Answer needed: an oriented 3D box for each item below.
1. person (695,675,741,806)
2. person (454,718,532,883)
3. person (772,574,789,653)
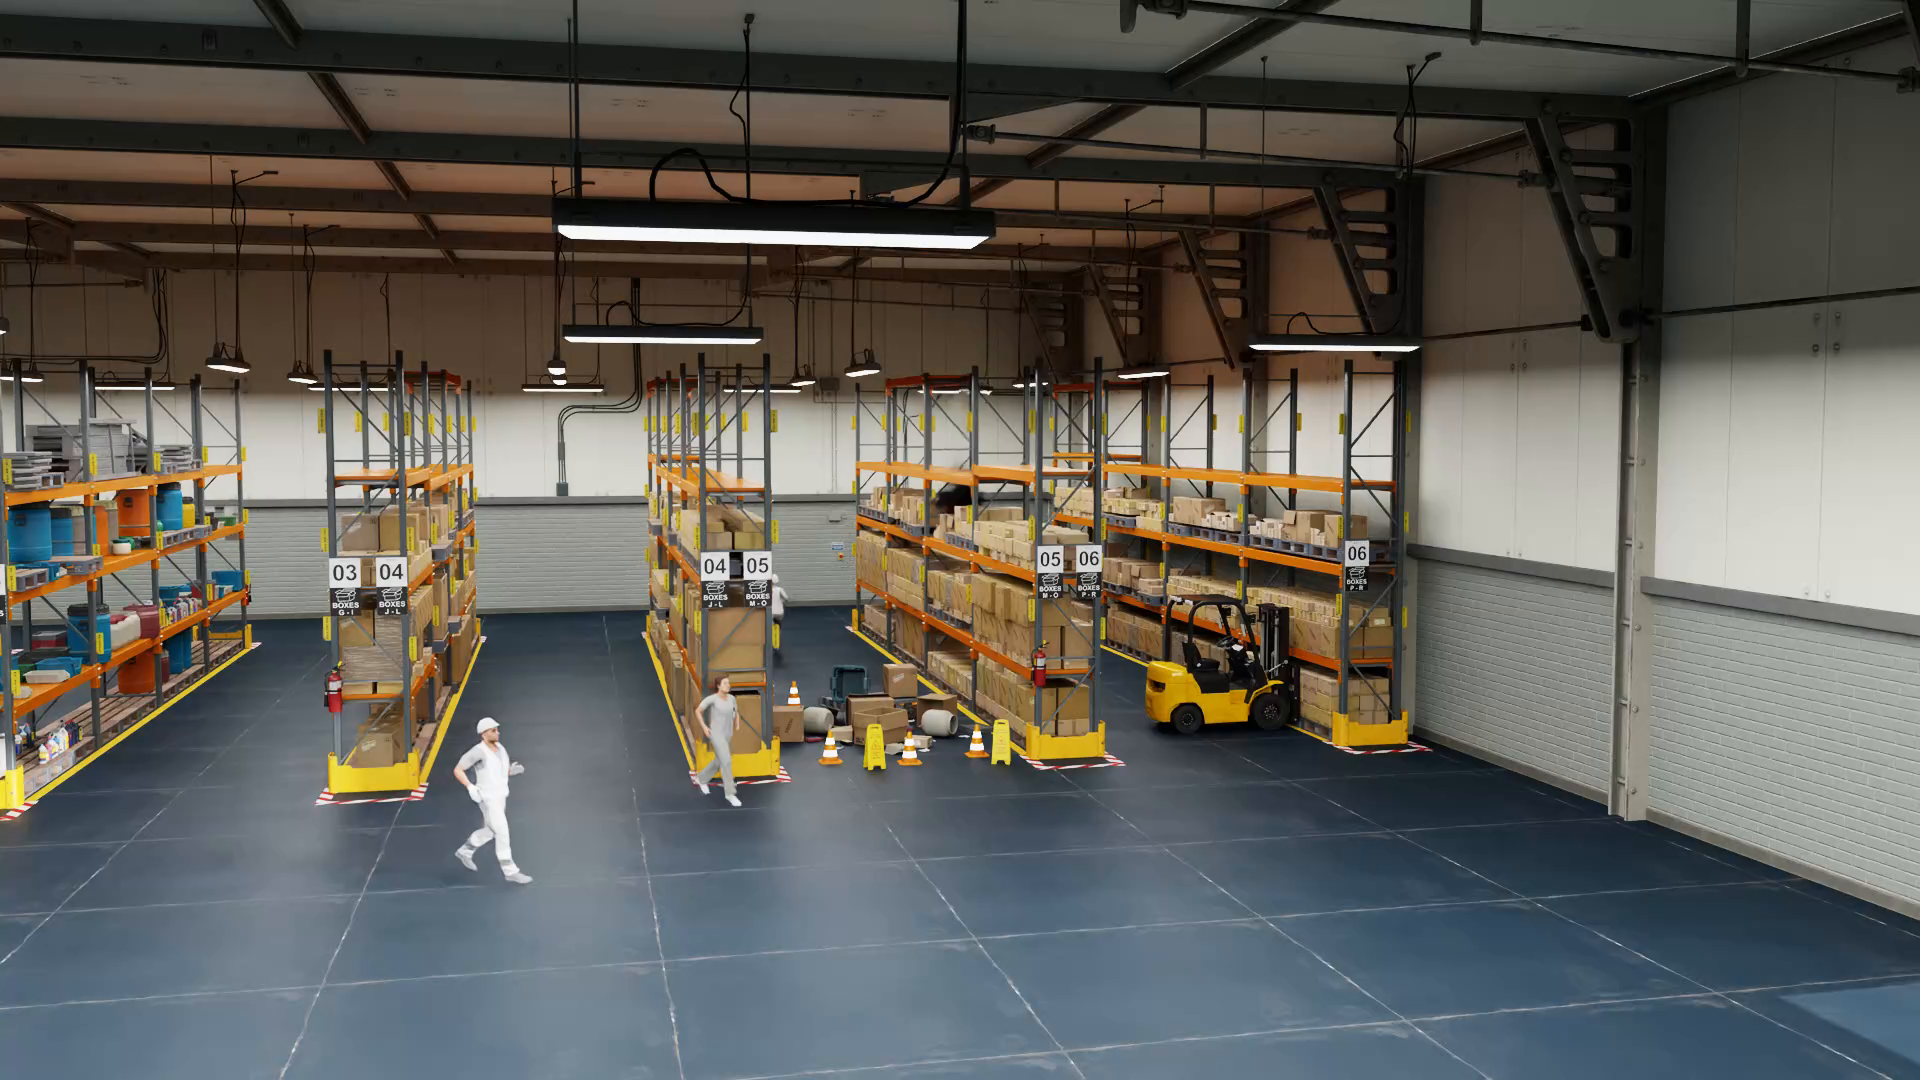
[{"bbox_3d":[-3.193,2.637,22.138,0.920,1.674,0.580,3,5,37],"label":"person"},{"bbox_3d":[-5.115,2.818,18.145,1.004,1.769,0.659,1,4,15],"label":"person"},{"bbox_3d":[-4.033,1.635,35.836,0.623,1.805,1.079,-1,4,-19],"label":"person"}]
